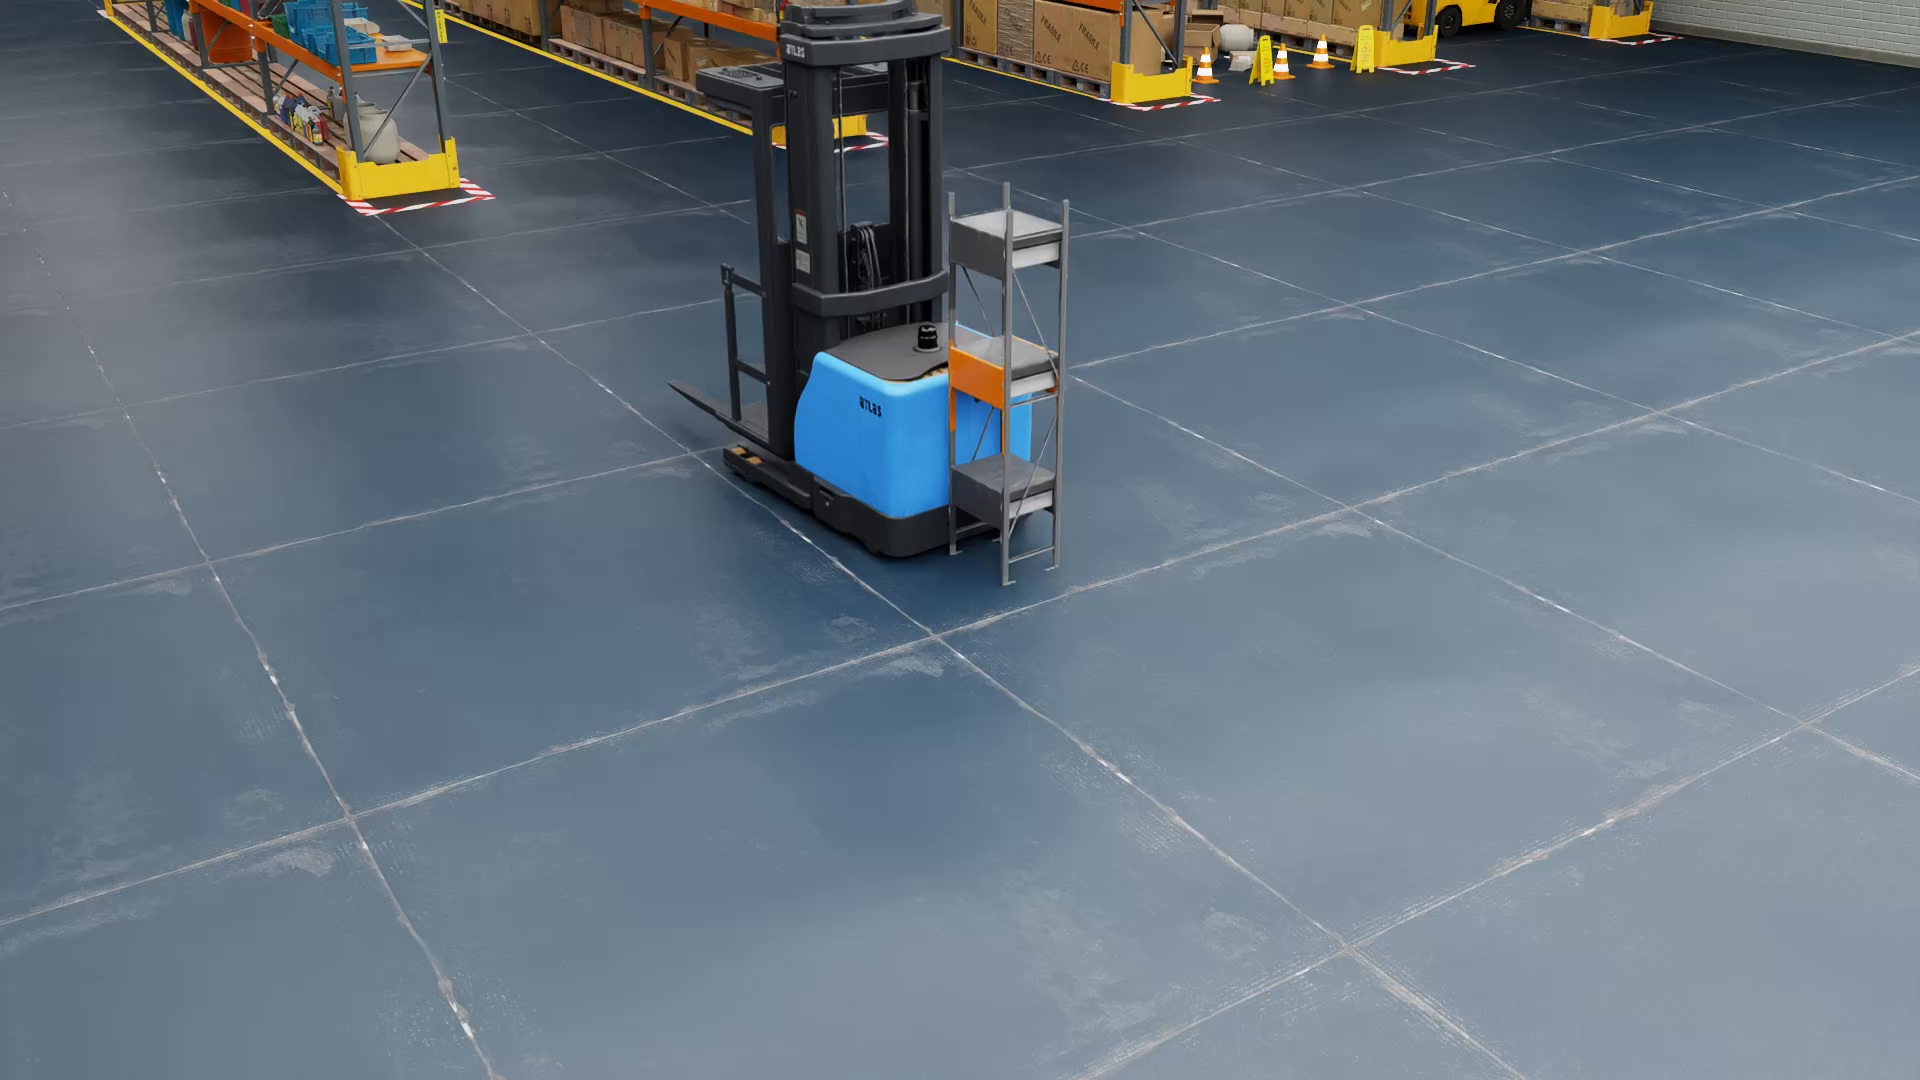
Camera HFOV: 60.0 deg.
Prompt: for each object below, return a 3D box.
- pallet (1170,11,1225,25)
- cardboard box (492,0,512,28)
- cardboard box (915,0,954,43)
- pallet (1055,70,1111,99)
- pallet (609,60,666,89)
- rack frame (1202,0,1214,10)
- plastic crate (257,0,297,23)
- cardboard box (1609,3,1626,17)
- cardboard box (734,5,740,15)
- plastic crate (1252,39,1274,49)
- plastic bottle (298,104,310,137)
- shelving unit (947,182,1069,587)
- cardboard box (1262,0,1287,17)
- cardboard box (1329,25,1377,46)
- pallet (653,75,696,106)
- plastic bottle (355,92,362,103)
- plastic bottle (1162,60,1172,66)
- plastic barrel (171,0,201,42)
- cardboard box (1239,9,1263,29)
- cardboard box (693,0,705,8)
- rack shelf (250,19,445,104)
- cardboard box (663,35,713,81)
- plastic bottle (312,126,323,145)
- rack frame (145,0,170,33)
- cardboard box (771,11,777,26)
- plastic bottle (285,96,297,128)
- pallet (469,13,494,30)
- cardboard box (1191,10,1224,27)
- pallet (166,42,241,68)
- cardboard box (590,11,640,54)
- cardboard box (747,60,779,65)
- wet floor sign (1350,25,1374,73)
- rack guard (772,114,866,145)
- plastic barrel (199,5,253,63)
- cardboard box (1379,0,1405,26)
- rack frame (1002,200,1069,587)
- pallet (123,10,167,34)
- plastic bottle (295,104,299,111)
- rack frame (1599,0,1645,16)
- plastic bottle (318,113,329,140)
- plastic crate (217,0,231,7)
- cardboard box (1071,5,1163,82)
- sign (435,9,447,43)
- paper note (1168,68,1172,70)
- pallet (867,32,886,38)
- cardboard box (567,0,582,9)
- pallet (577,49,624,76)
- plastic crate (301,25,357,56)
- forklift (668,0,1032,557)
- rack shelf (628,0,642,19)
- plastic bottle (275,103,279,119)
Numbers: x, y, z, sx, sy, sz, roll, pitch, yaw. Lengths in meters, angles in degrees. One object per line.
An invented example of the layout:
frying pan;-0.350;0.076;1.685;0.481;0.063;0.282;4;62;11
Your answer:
pallet;4.033;-8.945;28.451;1.003;0.211;1.213;-16;29;-30
cardboard box;-6.867;-8.850;26.981;1.225;0.875;0.875;-15;29;-29
cardboard box;-0.048;-8.112;25.563;1.050;0.750;0.750;-16;29;-30
pallet;2.048;-6.314;22.878;1.003;0.211;1.213;-16;29;-30
pallet;-4.271;-6.636;23.559;1.003;0.211;1.213;-16;29;-30
rack frame;4.459;-9.928;27.266;1.000;3.000;0.127;-16;29;-30
plastic crate;-7.815;-6.219;19.483;0.767;0.338;0.504;-16;29;-30
cardboard box;10.695;-8.823;27.655;0.500;0.250;0.500;-15;29;-29
cardboard box;-2.530;-6.487;20.272;0.380;0.149;0.250;-16;29;-30
plastic crate;4.629;-7.855;26.295;0.583;0.080;0.402;18;31;33
plastic bottle;-7.465;-4.794;18.978;0.144;0.351;0.185;-14;29;-27
shelving unit;0.249;-0.825;9.038;0.431;2.100;0.503;-18;31;-33
cardboard box;5.138;-8.565;26.230;0.500;0.500;0.500;-14;29;-27
cardboard box;5.963;-7.679;25.231;0.500;0.250;0.500;-16;29;-30
pallet;-3.448;-6.125;22.478;1.003;0.211;1.213;-16;29;-30
plastic bottle;-7.120;-5.118;19.665;0.144;0.351;0.185;-16;29;-30
plastic bottle;3.109;-7.068;24.652;0.283;0.061;0.133;18;31;33
plastic barrel;-11.692;-8.115;25.392;0.600;0.901;0.708;-16;29;-30
cardboard box;4.856;-8.412;26.785;0.500;0.250;0.500;-14;29;-27
cardboard box;-3.149;-6.824;20.987;0.380;0.149;0.250;-16;29;-30
rack shelf;-6.902;-5.423;18.568;1.077;0.370;4.000;-16;29;-30
cardboard box;-3.659;-6.526;22.495;0.500;0.500;0.500;-17;30;-31
plastic bottle;-7.180;-4.522;18.577;0.097;0.201;0.097;0;25;0
rack frame;-12.361;-9.326;25.991;1.000;3.000;0.127;-16;29;-30
cardboard box;-1.989;-6.128;19.511;0.380;0.149;0.250;-16;29;-30
plastic bottle;-7.798;-5.012;19.441;0.144;0.351;0.185;-17;30;-32
pallet;-7.727;-8.960;28.484;1.003;0.211;1.213;-16;29;-30
cardboard box;3.904;-8.098;26.316;0.500;0.500;0.500;3;25;6
pallet;-11.305;-7.342;25.055;1.003;0.211;1.213;-16;29;-30
cardboard box;-5.017;-7.486;24.507;0.700;0.500;0.500;-13;28;-25
cardboard box;-2.343;-5.680;20.705;0.500;0.500;0.500;-8;26;-16
wet floor sign;5.850;-7.115;24.066;0.267;0.644;0.232;-6;26;-12
rack guard;-1.702;-5.084;19.935;1.175;0.500;0.348;-16;29;-30
plastic barrel;-10.459;-7.274;23.696;0.600;0.830;0.708;-16;29;-30
cardboard box;6.420;-8.144;25.338;0.500;0.500;0.500;-17;30;-31
rack frame;0.395;-0.742;8.862;0.400;2.100;0.015;-18;31;-33
pallet;-13.465;-8.755;28.049;1.003;0.211;1.213;-16;29;-30
plastic bottle;-7.686;-4.932;19.365;0.097;0.271;0.097;0;25;0
rack frame;10.799;-9.655;26.689;1.000;3.000;0.127;-16;29;-30
plastic bottle;-7.206;-4.680;18.817;0.061;0.283;0.133;-16;29;-30
plastic crate;-9.181;-6.925;21.155;0.450;0.188;0.662;-16;29;-30
cardboard box;2.125;-6.764;22.561;0.875;0.875;0.875;-15;29;-29
sign;-5.347;-5.285;17.108;0.100;0.325;0.005;-16;29;-30
paper note;3.139;-6.906;24.344;0.144;0.017;0.142;-6;26;-12
pallet;-0.788;-8.172;26.814;1.003;0.211;1.213;-16;29;-30
cardboard box;-5.637;-8.224;25.192;0.500;0.250;0.500;-14;29;-28
pallet;-4.941;-7.072;24.484;1.003;0.211;1.213;-16;29;-30
plastic crate;-6.684;-5.309;17.657;0.499;0.251;0.408;-16;29;-30
forklift;-0.857;-1.797;10.122;1.130;2.935;3.031;-18;31;-33
rack shelf;-4.936;-8.008;24.043;1.077;0.370;4.000;-16;29;-30
plastic bottle;-8.132;-5.145;19.898;0.097;0.201;0.097;0;25;0
